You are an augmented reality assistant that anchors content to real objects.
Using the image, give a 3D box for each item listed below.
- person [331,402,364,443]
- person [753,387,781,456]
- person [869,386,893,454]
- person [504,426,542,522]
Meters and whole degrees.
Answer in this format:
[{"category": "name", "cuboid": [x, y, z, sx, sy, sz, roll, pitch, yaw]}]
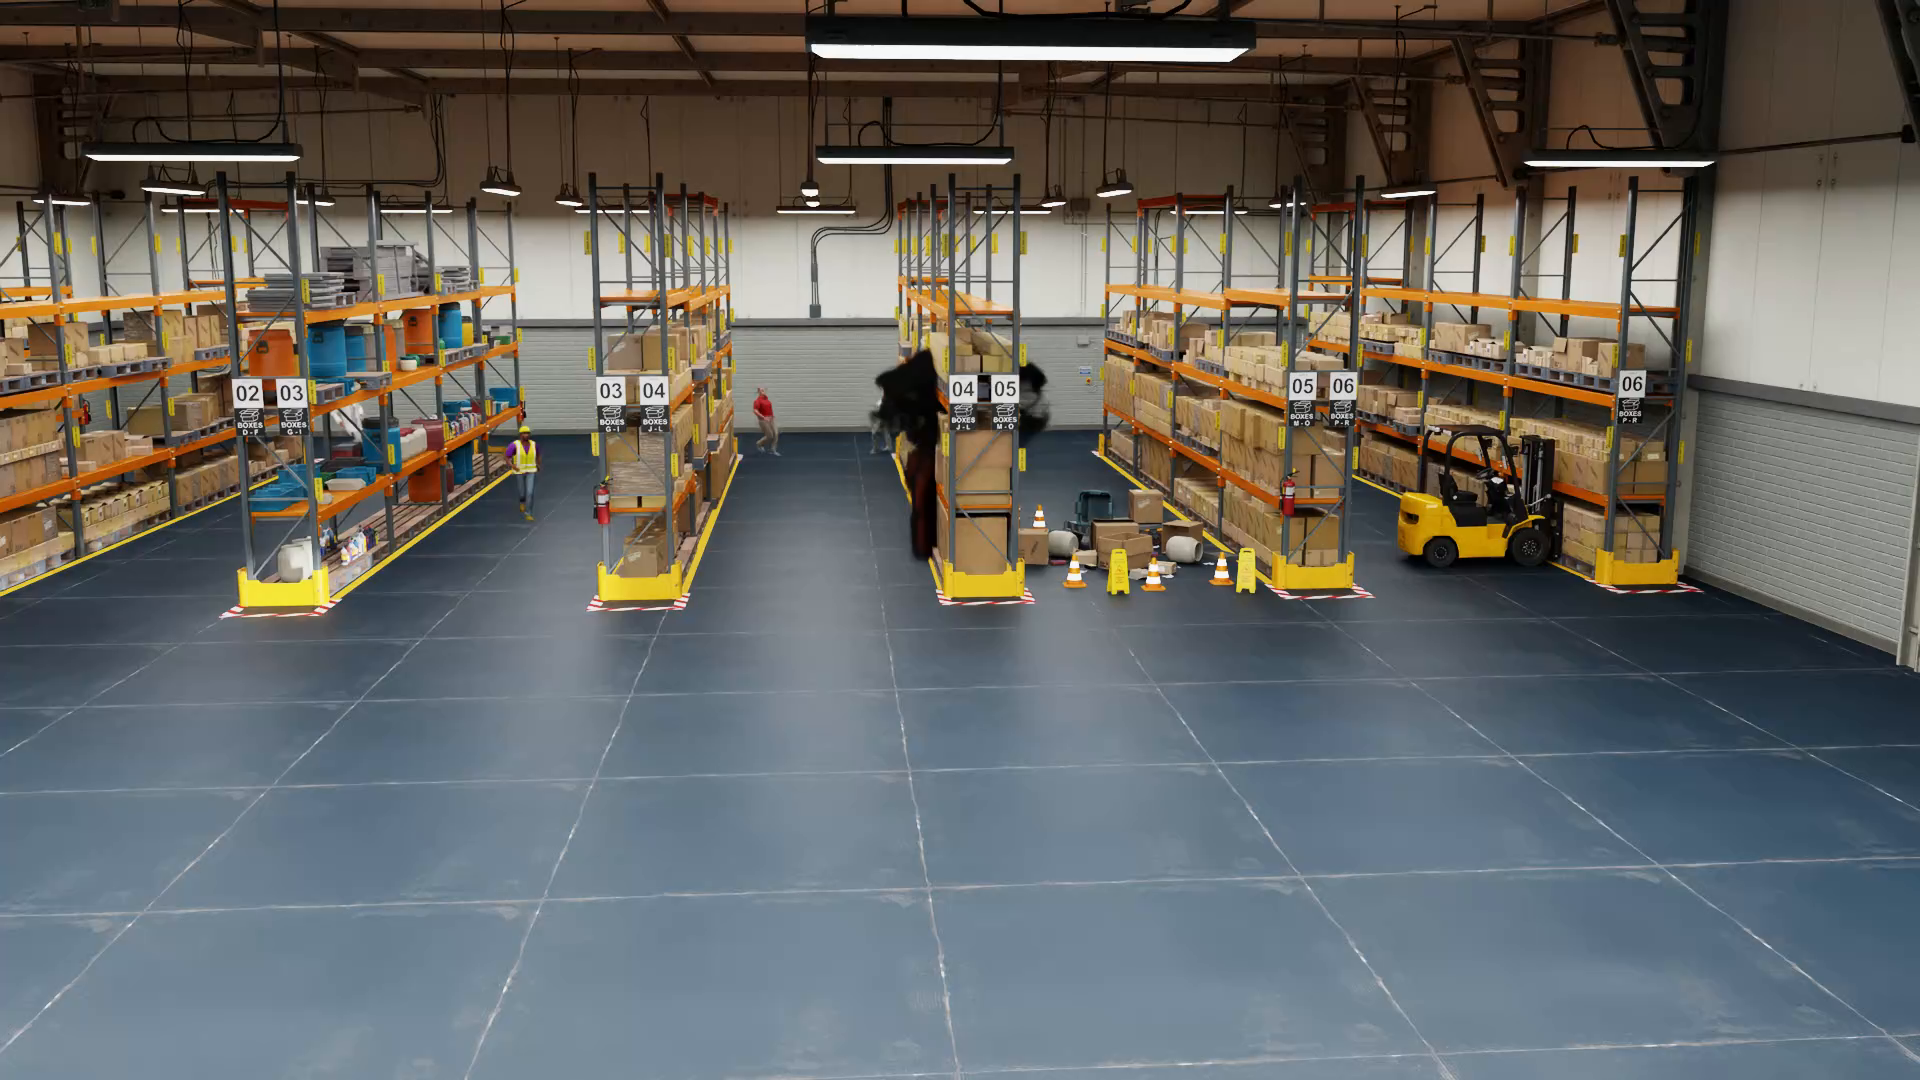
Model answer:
[{"category": "person", "cuboid": [-14.338, -2.719, 39.184, 0.604, 1.719, 0.770, 7, 12, 36]}, {"category": "person", "cuboid": [-4.684, -2.855, 40.124, 0.644, 1.692, 0.717, 4, 11, 24]}, {"category": "person", "cuboid": [-1.818, -2.914, 40.584, 0.651, 1.709, 0.684, 9, 13, 42]}, {"category": "person", "cuboid": [-8.055, -1.238, 30.762, 0.692, 1.751, 0.713, -5, 11, -26]}]
